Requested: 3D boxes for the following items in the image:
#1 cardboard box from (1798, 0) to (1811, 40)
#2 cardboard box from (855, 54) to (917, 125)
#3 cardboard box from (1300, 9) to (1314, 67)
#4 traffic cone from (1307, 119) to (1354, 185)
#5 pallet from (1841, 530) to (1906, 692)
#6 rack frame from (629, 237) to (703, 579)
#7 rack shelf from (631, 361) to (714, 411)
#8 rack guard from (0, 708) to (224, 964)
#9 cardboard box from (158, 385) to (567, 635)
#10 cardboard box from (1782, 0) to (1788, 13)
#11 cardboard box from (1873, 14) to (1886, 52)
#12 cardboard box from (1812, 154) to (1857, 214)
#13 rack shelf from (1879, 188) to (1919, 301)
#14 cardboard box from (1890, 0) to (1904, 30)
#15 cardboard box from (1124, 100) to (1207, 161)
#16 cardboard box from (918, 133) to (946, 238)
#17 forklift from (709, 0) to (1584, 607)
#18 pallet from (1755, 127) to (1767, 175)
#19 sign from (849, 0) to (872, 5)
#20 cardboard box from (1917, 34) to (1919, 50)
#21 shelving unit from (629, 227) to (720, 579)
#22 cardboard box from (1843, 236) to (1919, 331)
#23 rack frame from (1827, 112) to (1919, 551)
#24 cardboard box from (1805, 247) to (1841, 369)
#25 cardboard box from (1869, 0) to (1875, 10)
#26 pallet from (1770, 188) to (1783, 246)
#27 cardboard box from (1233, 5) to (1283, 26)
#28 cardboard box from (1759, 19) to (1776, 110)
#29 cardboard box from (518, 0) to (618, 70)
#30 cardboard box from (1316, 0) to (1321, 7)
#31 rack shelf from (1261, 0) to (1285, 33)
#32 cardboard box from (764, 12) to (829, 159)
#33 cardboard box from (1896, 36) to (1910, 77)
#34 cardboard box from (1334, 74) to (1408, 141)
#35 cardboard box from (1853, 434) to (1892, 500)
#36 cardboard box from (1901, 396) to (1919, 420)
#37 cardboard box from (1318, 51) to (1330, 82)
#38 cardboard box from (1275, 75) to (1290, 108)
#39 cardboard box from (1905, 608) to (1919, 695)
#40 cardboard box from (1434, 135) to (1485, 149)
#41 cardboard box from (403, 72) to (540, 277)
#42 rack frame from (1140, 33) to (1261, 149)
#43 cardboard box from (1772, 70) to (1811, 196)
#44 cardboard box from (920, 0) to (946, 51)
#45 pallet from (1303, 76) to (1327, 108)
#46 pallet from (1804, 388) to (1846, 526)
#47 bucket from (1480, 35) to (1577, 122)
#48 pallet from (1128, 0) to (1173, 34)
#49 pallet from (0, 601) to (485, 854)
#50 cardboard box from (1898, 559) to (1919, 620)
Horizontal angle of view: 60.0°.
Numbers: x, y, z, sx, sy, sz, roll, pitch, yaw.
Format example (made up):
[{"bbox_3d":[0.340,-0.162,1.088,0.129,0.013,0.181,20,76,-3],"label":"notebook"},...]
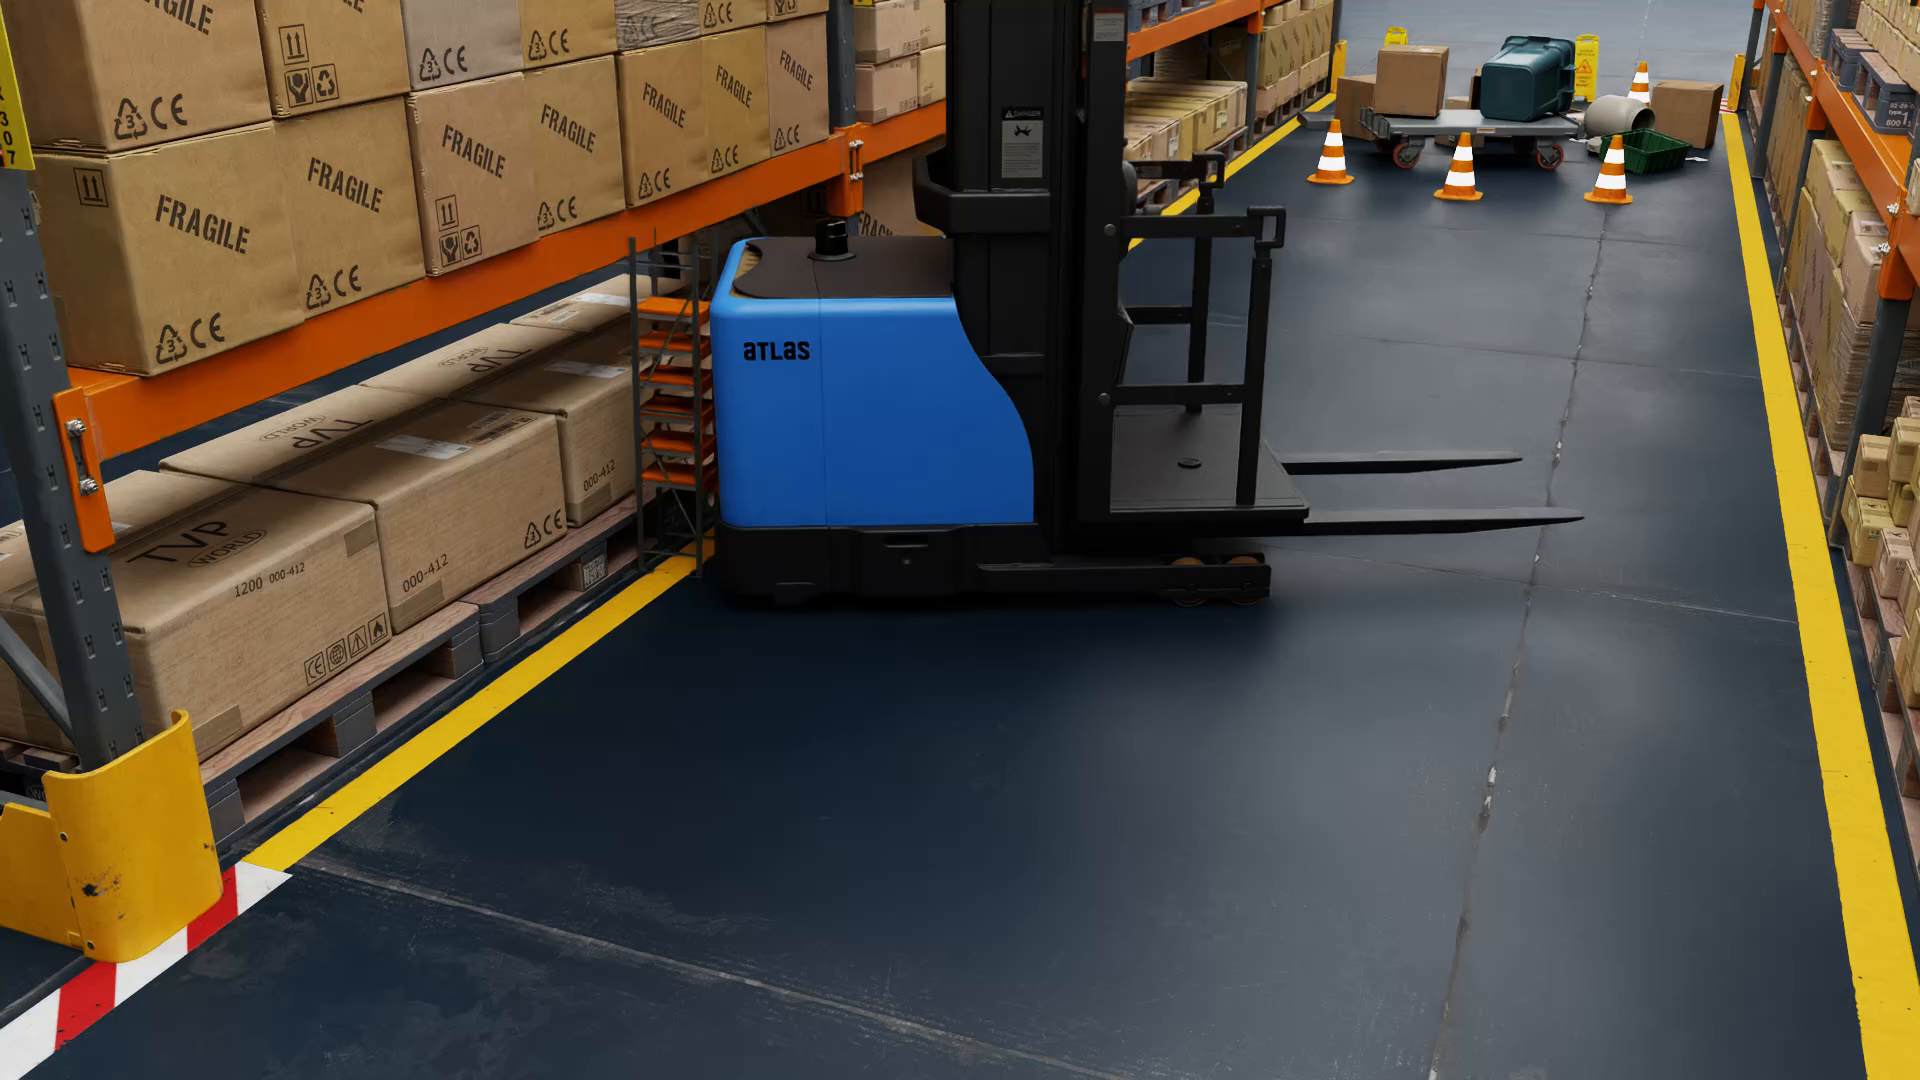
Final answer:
[{"bbox_3d":[5.487,-3.334,10.211,0.500,0.500,0.500,8,24,19],"label":"cardboard box"},{"bbox_3d":[-0.514,-2.023,7.396,0.500,0.250,0.500,8,24,19],"label":"cardboard box"},{"bbox_3d":[3.095,-4.847,16.012,0.500,0.500,0.500,8,24,19],"label":"cardboard box"},{"bbox_3d":[2.889,-3.021,12.881,0.336,0.463,0.334,9,24,20],"label":"traffic cone"},{"bbox_3d":[3.495,0.232,5.420,1.003,0.211,1.213,9,24,20],"label":"pallet"},{"bbox_3d":[-1.005,-0.433,5.707,0.240,1.200,0.006,7,22,10],"label":"rack frame"},{"bbox_3d":[-0.983,-0.535,5.763,0.258,0.103,0.180,7,22,10],"label":"rack shelf"},{"bbox_3d":[-2.417,0.621,4.115,1.175,0.500,0.348,9,24,20],"label":"rack guard"},{"bbox_3d":[-1.923,-0.132,5.453,0.875,0.438,0.875,9,24,21],"label":"cardboard box"},{"bbox_3d":[6.238,-4.059,11.947,0.500,0.500,0.500,9,24,21],"label":"cardboard box"},{"bbox_3d":[4.545,-2.389,7.858,0.380,0.149,0.250,10,25,22],"label":"cardboard box"},{"bbox_3d":[4.528,-1.724,8.211,0.500,0.250,0.500,8,24,19],"label":"cardboard box"},{"bbox_3d":[2.968,-0.252,3.896,1.077,0.370,4.000,9,24,20],"label":"rack shelf"},{"bbox_3d":[4.354,-2.341,7.358,0.380,0.149,0.250,9,24,20],"label":"cardboard box"},{"bbox_3d":[1.336,-3.122,12.696,0.950,0.372,0.625,10,25,22],"label":"cardboard box"},{"bbox_3d":[-0.438,-1.744,8.744,0.875,0.875,0.875,10,24,22],"label":"cardboard box"},{"bbox_3d":[0.675,-1.328,5.626,3.031,2.935,1.130,-1,23,-2],"label":"forklift"},{"bbox_3d":[7.038,-3.137,13.486,1.003,0.211,1.213,9,24,20],"label":"pallet"},{"bbox_3d":[-0.406,-2.330,6.709,0.100,0.325,0.005,9,24,20],"label":"sign"},{"bbox_3d":[3.965,-1.967,6.463,0.380,0.149,0.250,8,24,18],"label":"cardboard box"},{"bbox_3d":[-0.986,-0.465,5.791,0.258,1.200,0.189,7,22,10],"label":"shelving unit"},{"bbox_3d":[3.753,-0.989,6.452,0.500,0.250,0.500,8,24,19],"label":"cardboard box"},{"bbox_3d":[3.711,-1.300,5.470,1.000,3.000,0.127,9,24,20],"label":"rack frame"},{"bbox_3d":[4.138,-1.008,7.469,0.500,0.500,0.500,8,24,19],"label":"cardboard box"},{"bbox_3d":[4.732,-2.705,8.229,0.380,0.149,0.250,10,25,23],"label":"cardboard box"},{"bbox_3d":[6.015,-2.151,11.126,1.003,0.211,1.213,9,24,20],"label":"pallet"},{"bbox_3d":[2.621,-4.614,14.613,0.380,0.149,0.250,9,24,21],"label":"cardboard box"},{"bbox_3d":[7.653,-4.240,14.722,0.875,0.875,0.875,8,24,19],"label":"cardboard box"},{"bbox_3d":[-1.411,-1.729,5.072,0.500,0.500,0.500,9,24,20],"label":"cardboard box"},{"bbox_3d":[3.310,-5.283,16.213,0.380,0.149,0.250,9,24,21],"label":"cardboard box"},{"bbox_3d":[2.792,-5.219,15.786,1.077,0.370,4.000,9,24,20],"label":"rack shelf"},{"bbox_3d":[-0.857,-1.816,6.576,0.500,0.500,0.500,9,24,21],"label":"cardboard box"},{"bbox_3d":[4.156,-2.015,6.963,0.380,0.149,0.250,10,25,22],"label":"cardboard box"},{"bbox_3d":[3.711,-3.872,14.867,0.500,0.500,0.500,-12,25,-26],"label":"cardboard box"},{"bbox_3d":[3.280,-0.232,5.681,0.380,0.149,0.250,10,25,22],"label":"cardboard box"},{"bbox_3d":[3.391,-0.359,5.600,0.380,0.149,0.250,10,25,22],"label":"cardboard box"},{"bbox_3d":[3.476,-4.855,17.005,0.500,0.250,0.500,9,24,20],"label":"cardboard box"},{"bbox_3d":[2.707,-4.125,15.257,0.500,0.250,0.500,10,25,23],"label":"cardboard box"},{"bbox_3d":[2.717,0.321,4.357,0.380,0.149,0.250,9,24,21],"label":"cardboard box"},{"bbox_3d":[4.345,-3.558,14.424,0.258,0.266,0.396,-7,24,-17],"label":"cardboard box"},{"bbox_3d":[-1.595,-1.082,4.820,0.500,0.500,0.500,9,24,20],"label":"cardboard box"},{"bbox_3d":[2.050,-4.835,13.934,1.000,3.000,0.127,9,24,20],"label":"rack frame"},{"bbox_3d":[6.174,-2.739,11.289,1.050,0.750,0.750,9,24,20],"label":"cardboard box"},{"bbox_3d":[-0.329,-2.442,7.750,0.500,0.250,0.500,9,24,21],"label":"cardboard box"},{"bbox_3d":[3.172,-4.667,17.150,1.003,0.211,1.213,9,24,20],"label":"pallet"},{"bbox_3d":[3.999,-0.292,6.675,1.003,0.211,1.213,9,24,20],"label":"pallet"},{"bbox_3d":[4.593,-3.732,13.569,0.726,0.611,0.620,19,39,38],"label":"bucket"},{"bbox_3d":[0.730,-3.586,11.191,1.213,0.211,1.003,9,24,20],"label":"pallet"},{"bbox_3d":[-2.184,0.448,4.903,1.003,0.211,1.213,9,24,20],"label":"pallet"},{"bbox_3d":[3.087,0.196,5.044,0.380,0.149,0.250,8,24,19],"label":"cardboard box"}]
